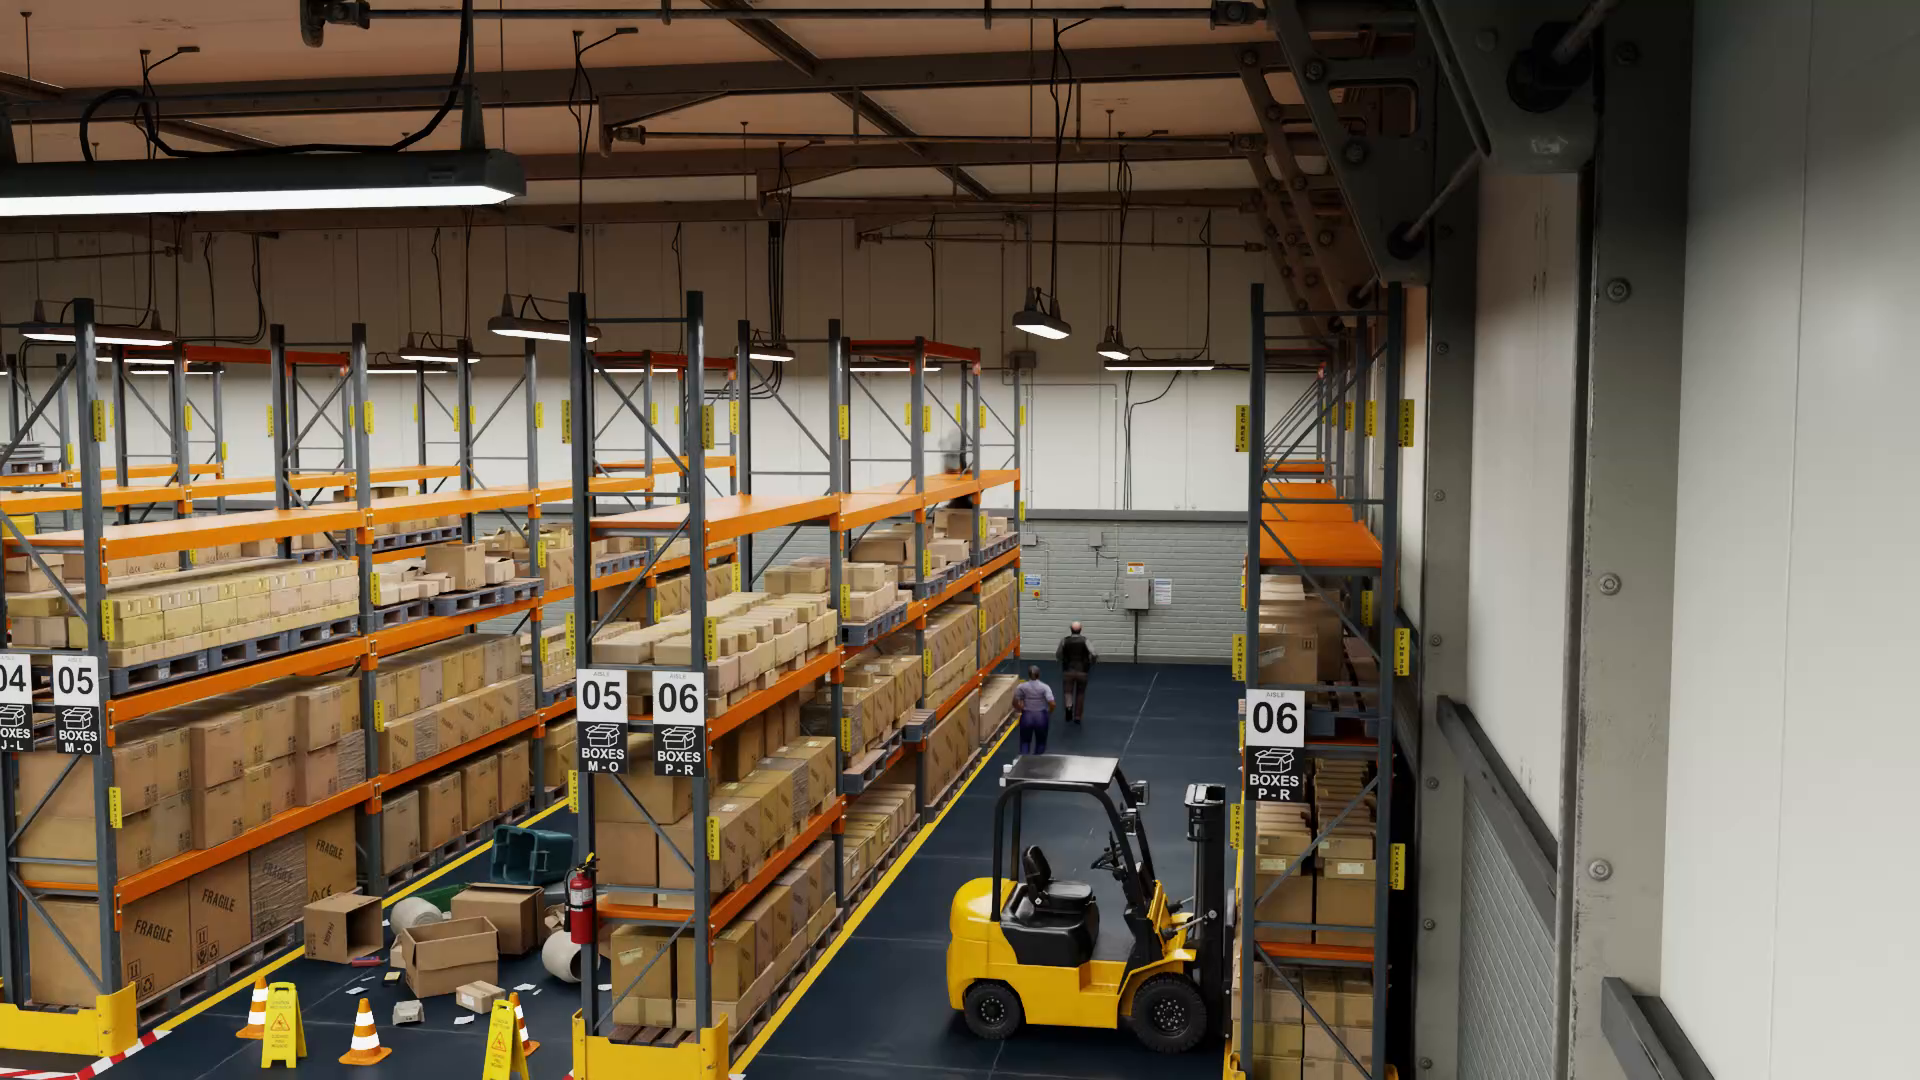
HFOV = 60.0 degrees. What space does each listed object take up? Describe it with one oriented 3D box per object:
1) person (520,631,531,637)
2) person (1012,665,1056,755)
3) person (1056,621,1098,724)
[{"bbox_3d":[-6.643,2.276,25.556,0.665,1.766,0.723,1,5,14],"label":"person"},{"bbox_3d":[1.024,2.518,23.012,0.606,1.594,0.580,1,5,8],"label":"person"},{"bbox_3d":[1.883,2.161,26.887,0.681,1.702,0.807,0,5,6],"label":"person"}]
